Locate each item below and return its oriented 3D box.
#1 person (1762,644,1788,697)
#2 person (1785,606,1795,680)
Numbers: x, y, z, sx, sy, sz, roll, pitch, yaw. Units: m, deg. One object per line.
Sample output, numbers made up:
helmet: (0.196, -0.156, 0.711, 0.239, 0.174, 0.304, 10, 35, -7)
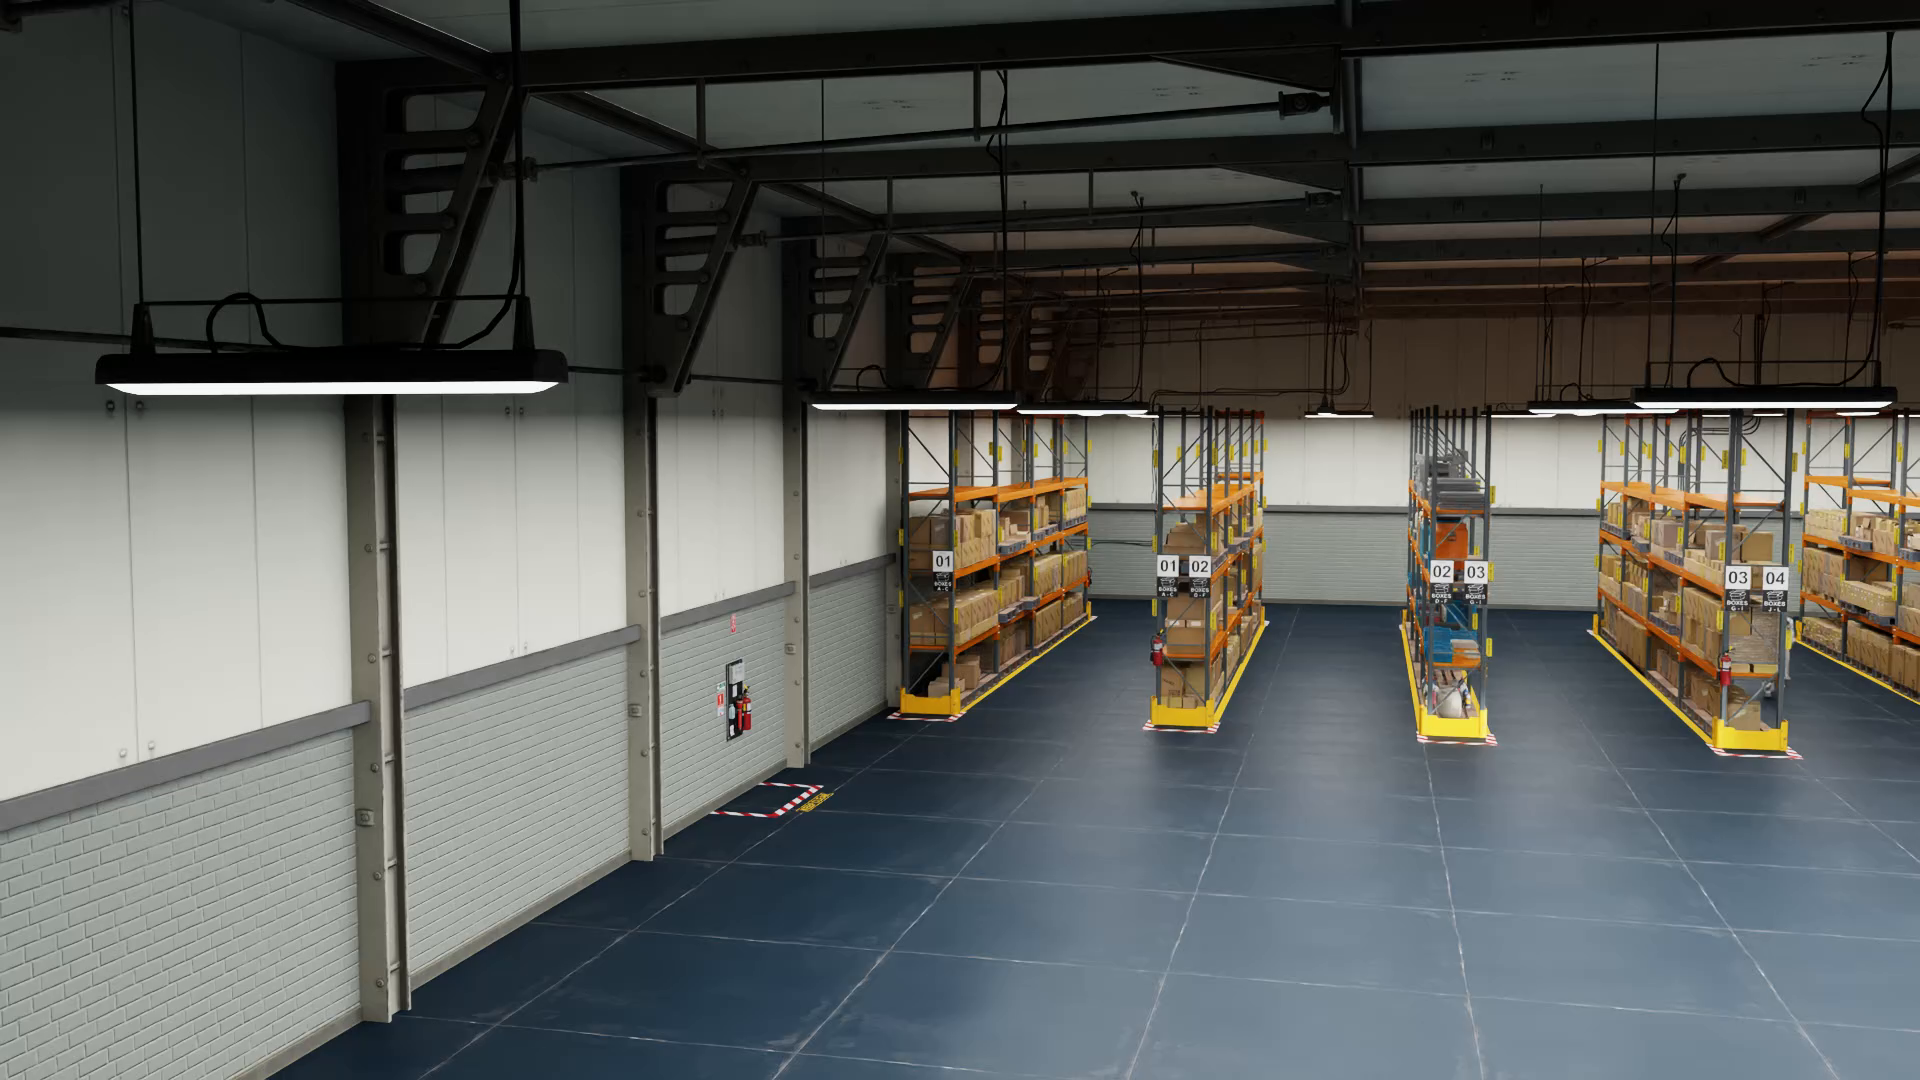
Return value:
person: (16.750, 2.424, 34.350, 0.693, 1.683, 0.631, 2, 4, 22)
person: (18.229, 2.243, 36.926, 0.546, 1.615, 1.049, 1, 4, 13)
